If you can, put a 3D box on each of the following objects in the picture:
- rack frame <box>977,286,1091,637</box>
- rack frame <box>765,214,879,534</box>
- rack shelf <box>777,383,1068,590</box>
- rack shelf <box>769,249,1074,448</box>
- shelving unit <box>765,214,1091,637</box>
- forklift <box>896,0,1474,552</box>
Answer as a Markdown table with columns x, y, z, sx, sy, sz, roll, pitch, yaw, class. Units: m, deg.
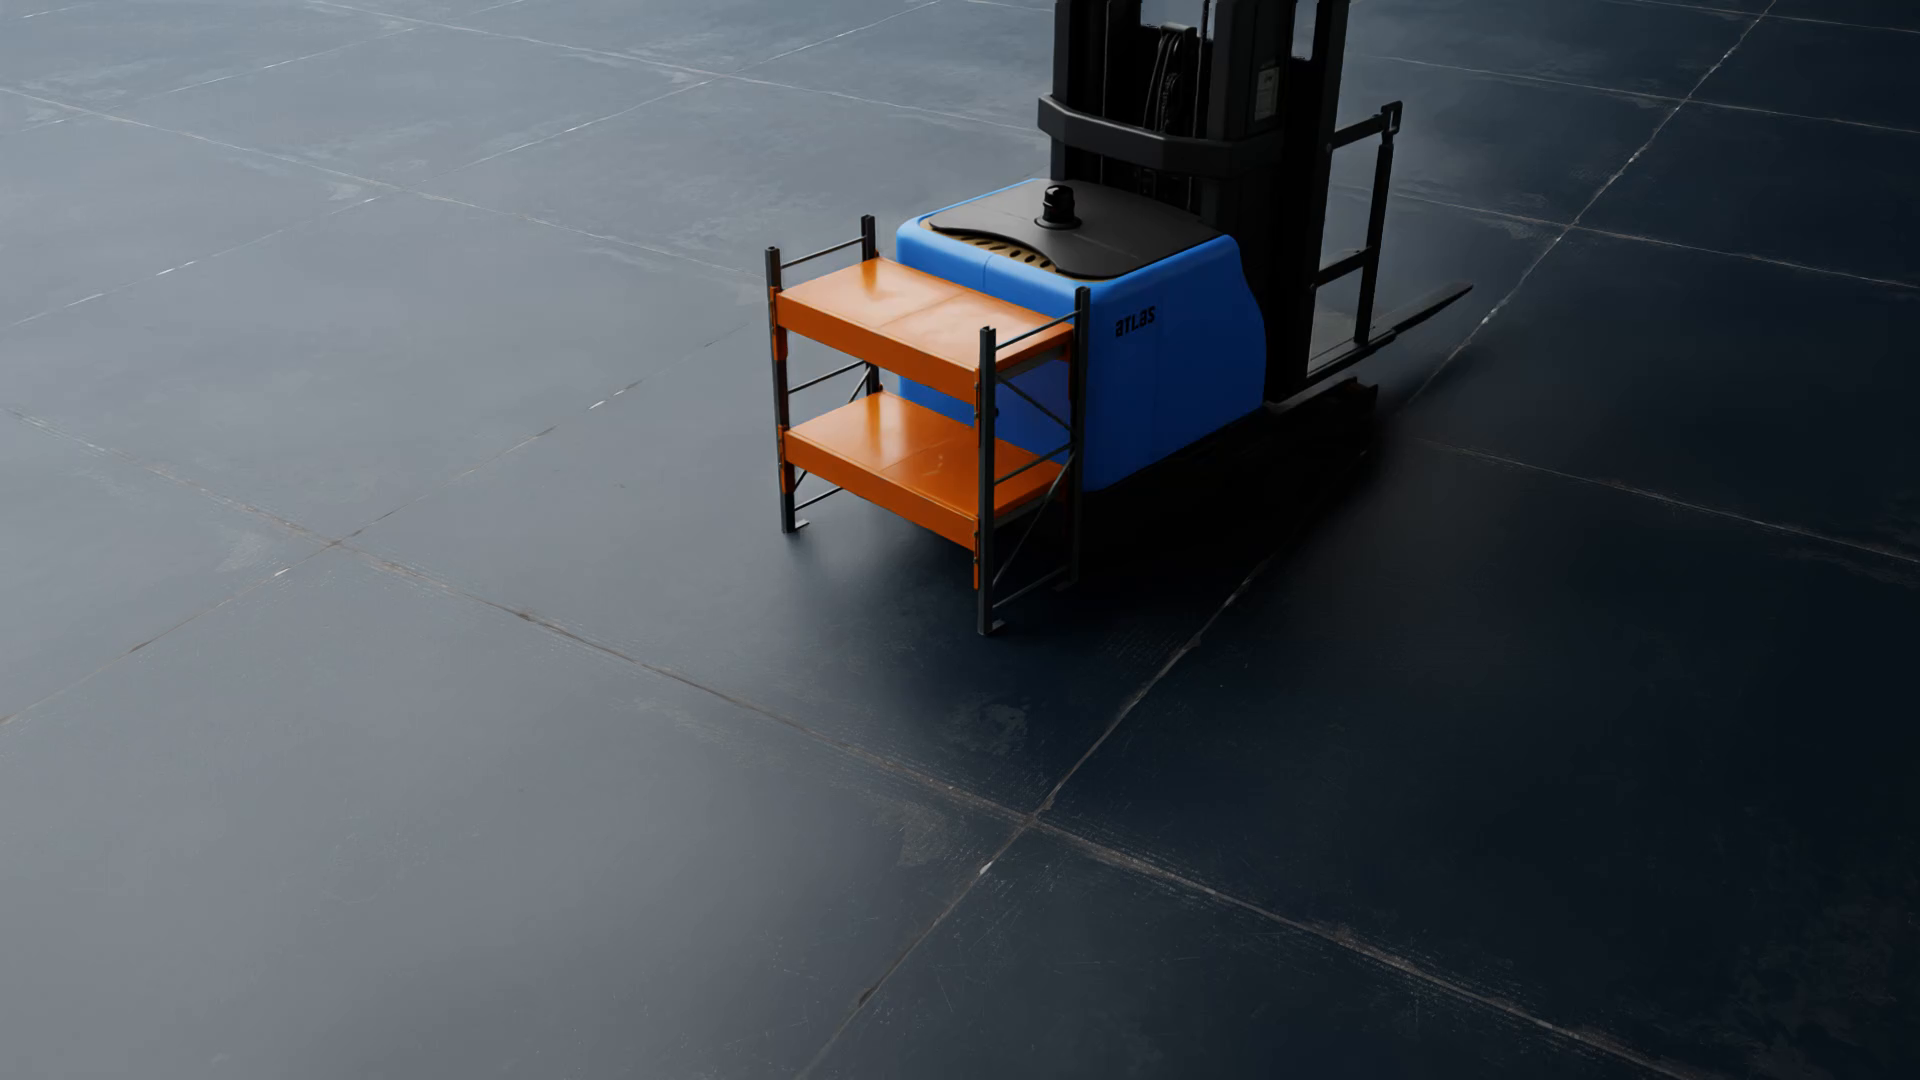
| x | y | z | sx | sy | sz | roll | pitch | yaw | class |
| --- | --- | --- | --- | --- | --- | --- | --- | --- | --- |
| 0.244 | -0.252 | 5.565 | 0.032 | 1.125 | 0.500 | 26 | 39 | 37 | rack frame |
| -0.492 | -0.606 | 6.172 | 0.032 | 1.125 | 0.500 | 26 | 39 | 37 | rack frame |
| -0.124 | -0.218 | 5.992 | 1.000 | 0.278 | 0.538 | 26 | 39 | 37 | rack shelf |
| -0.124 | -0.682 | 5.721 | 1.000 | 0.278 | 0.538 | 26 | 39 | 37 | rack shelf |
| -0.124 | -0.429 | 5.869 | 1.048 | 1.125 | 0.538 | 26 | 39 | 37 | shelving unit |
| 1.140 | -1.865 | 6.538 | 1.130 | 2.935 | 3.031 | 26 | 39 | 37 | forklift |
